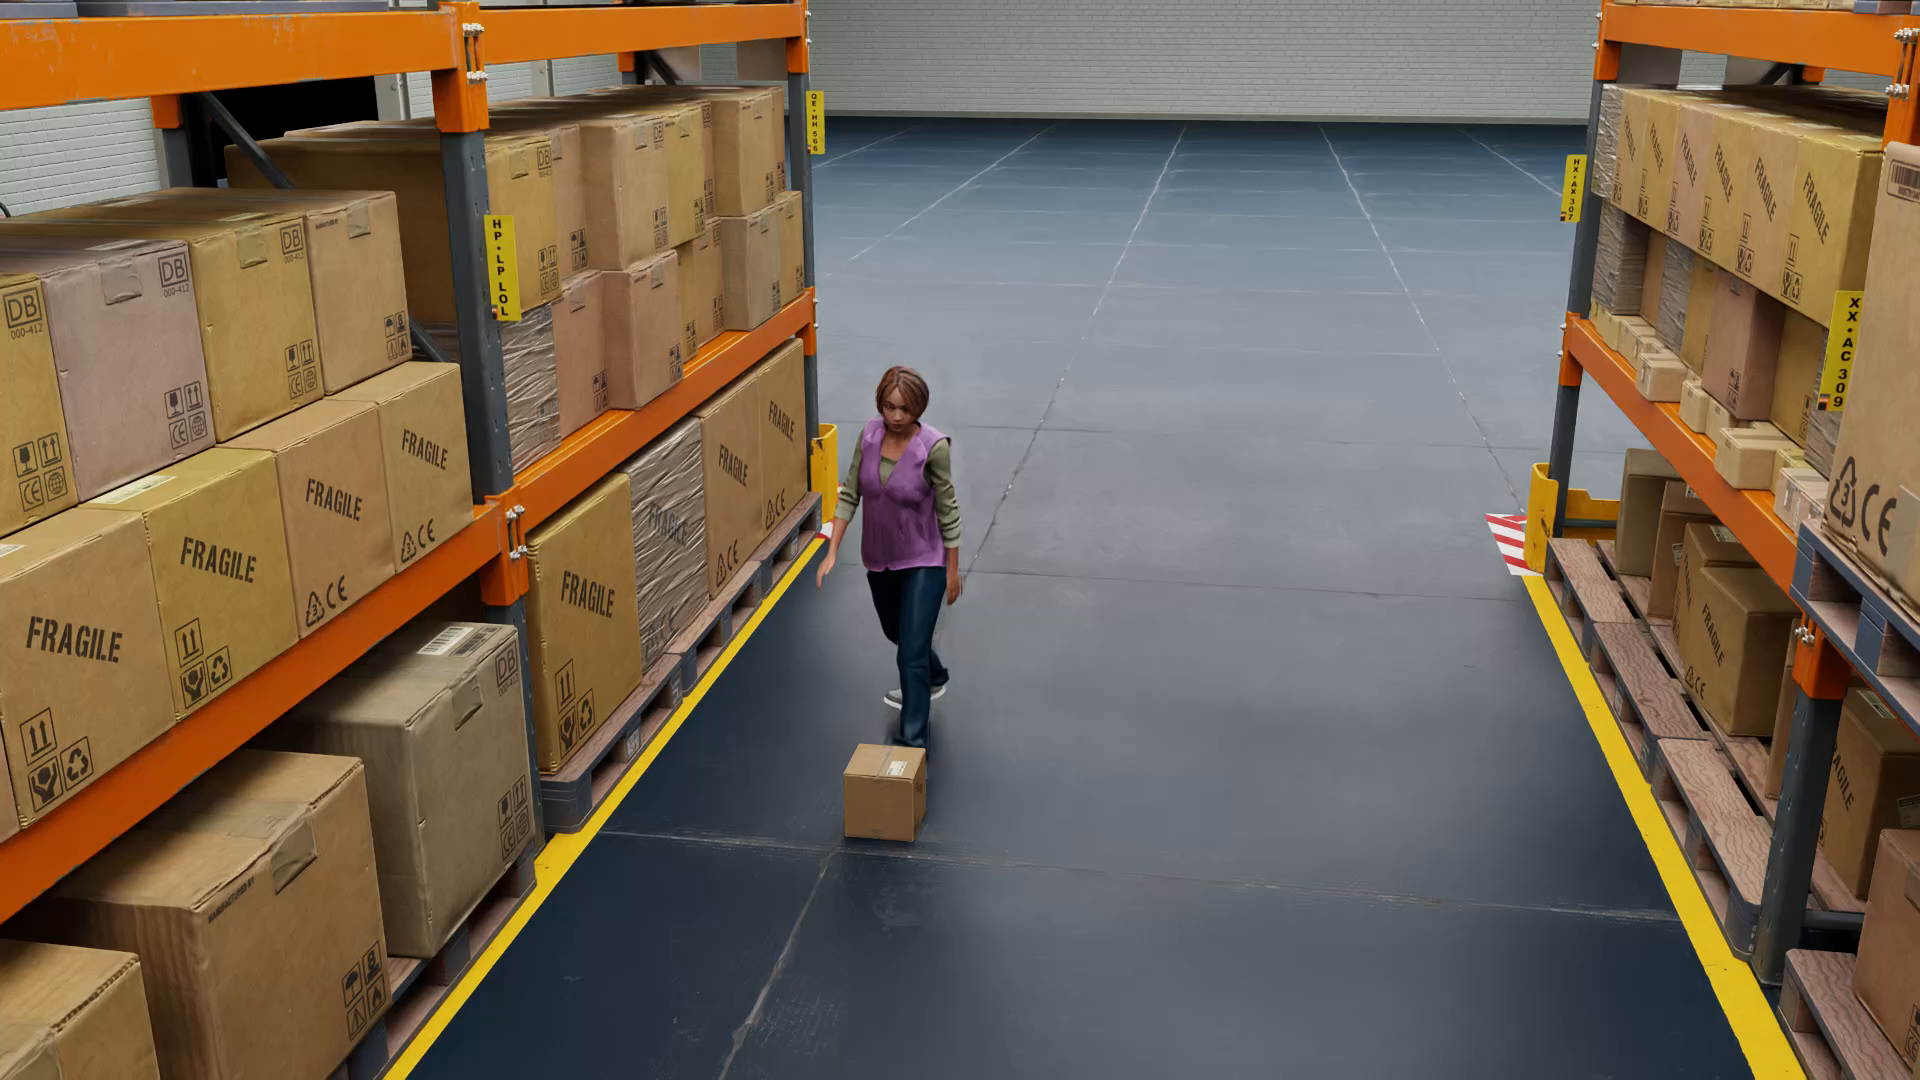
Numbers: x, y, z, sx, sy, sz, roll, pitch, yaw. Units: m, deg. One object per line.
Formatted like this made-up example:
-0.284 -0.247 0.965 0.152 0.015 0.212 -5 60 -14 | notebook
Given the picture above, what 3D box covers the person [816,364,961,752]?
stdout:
-0.231 0.079 6.323 0.500 1.546 0.881 11 21 30 | person
